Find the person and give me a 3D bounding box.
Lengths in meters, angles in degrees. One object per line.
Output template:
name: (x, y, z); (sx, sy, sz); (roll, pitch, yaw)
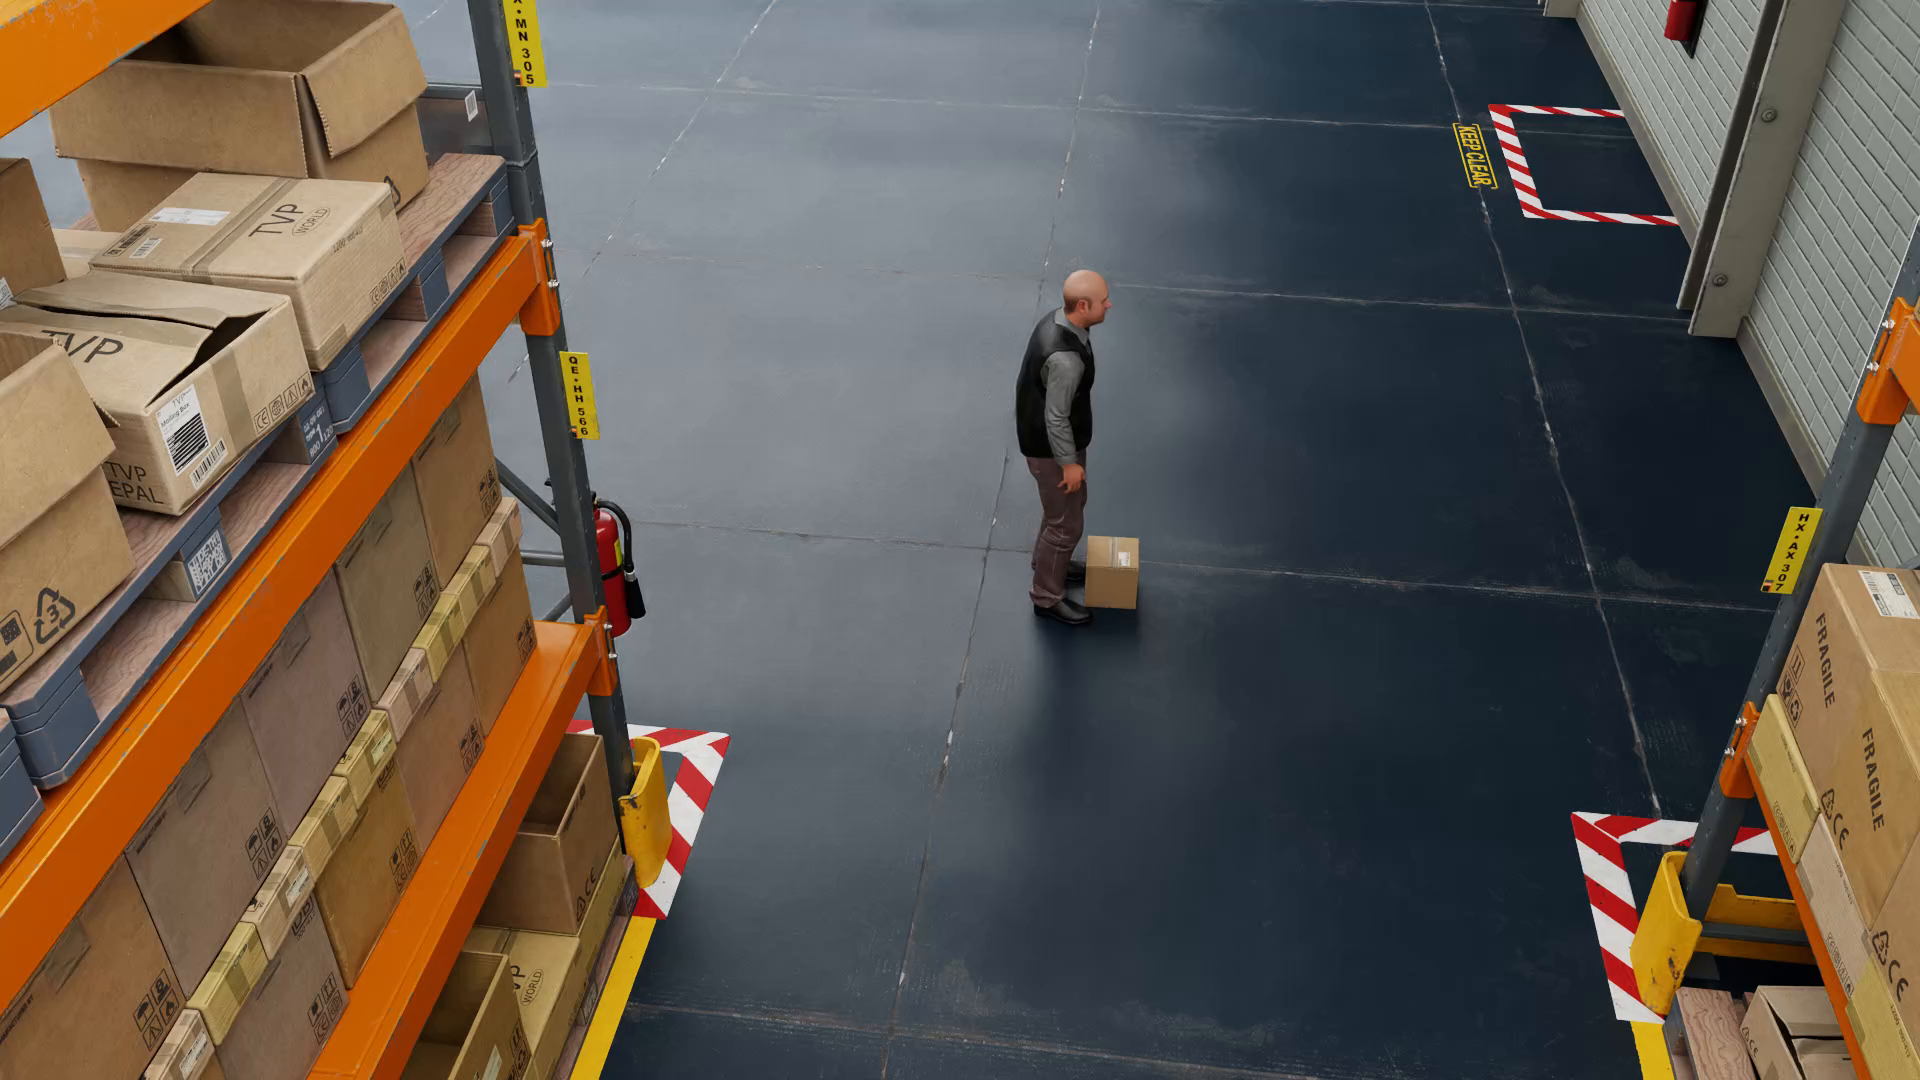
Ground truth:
person: (0.460, -0.415, 7.721); (0.411, 1.620, 0.589); (3, 36, 5)
